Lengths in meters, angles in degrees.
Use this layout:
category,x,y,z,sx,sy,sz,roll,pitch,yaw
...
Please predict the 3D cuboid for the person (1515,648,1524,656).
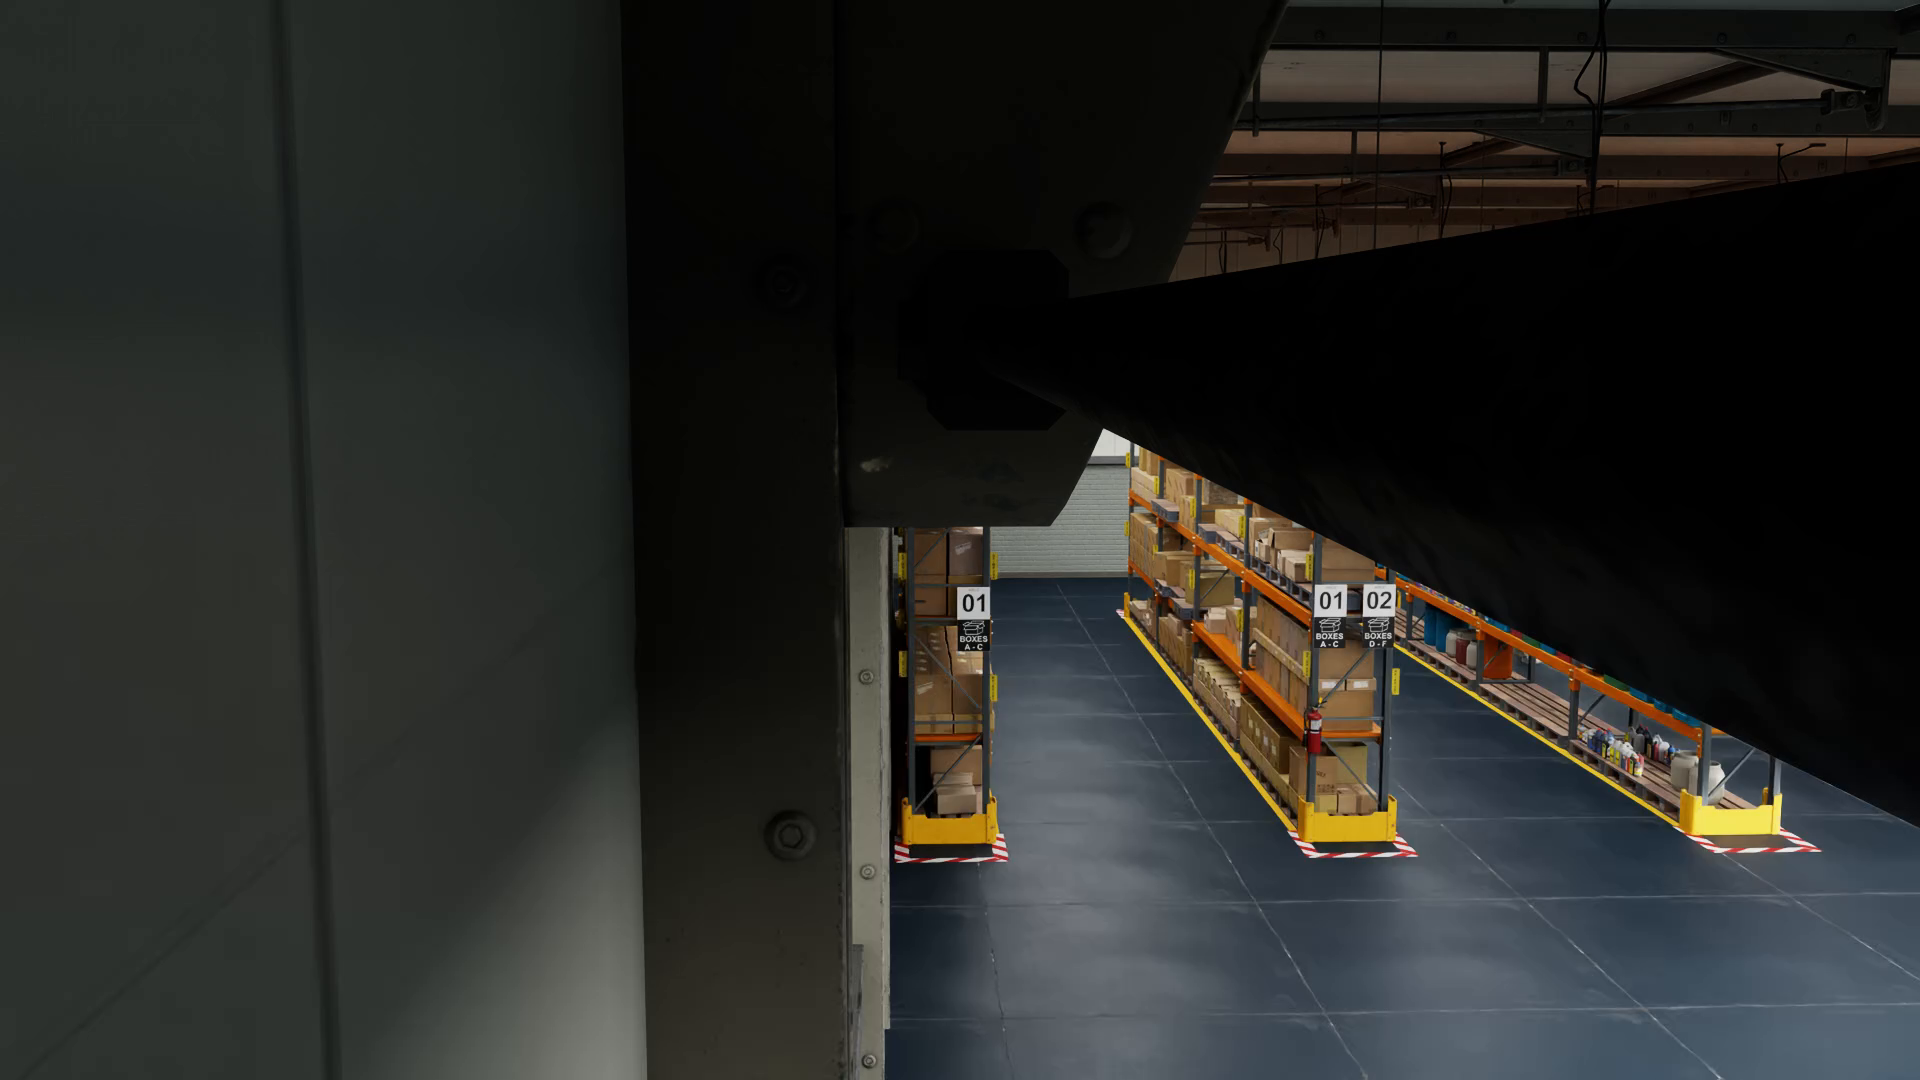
category,x,y,z,sx,sy,sz,roll,pitch,yaw
person,10.893,1.479,31.827,0.609,1.566,0.935,2,7,12
